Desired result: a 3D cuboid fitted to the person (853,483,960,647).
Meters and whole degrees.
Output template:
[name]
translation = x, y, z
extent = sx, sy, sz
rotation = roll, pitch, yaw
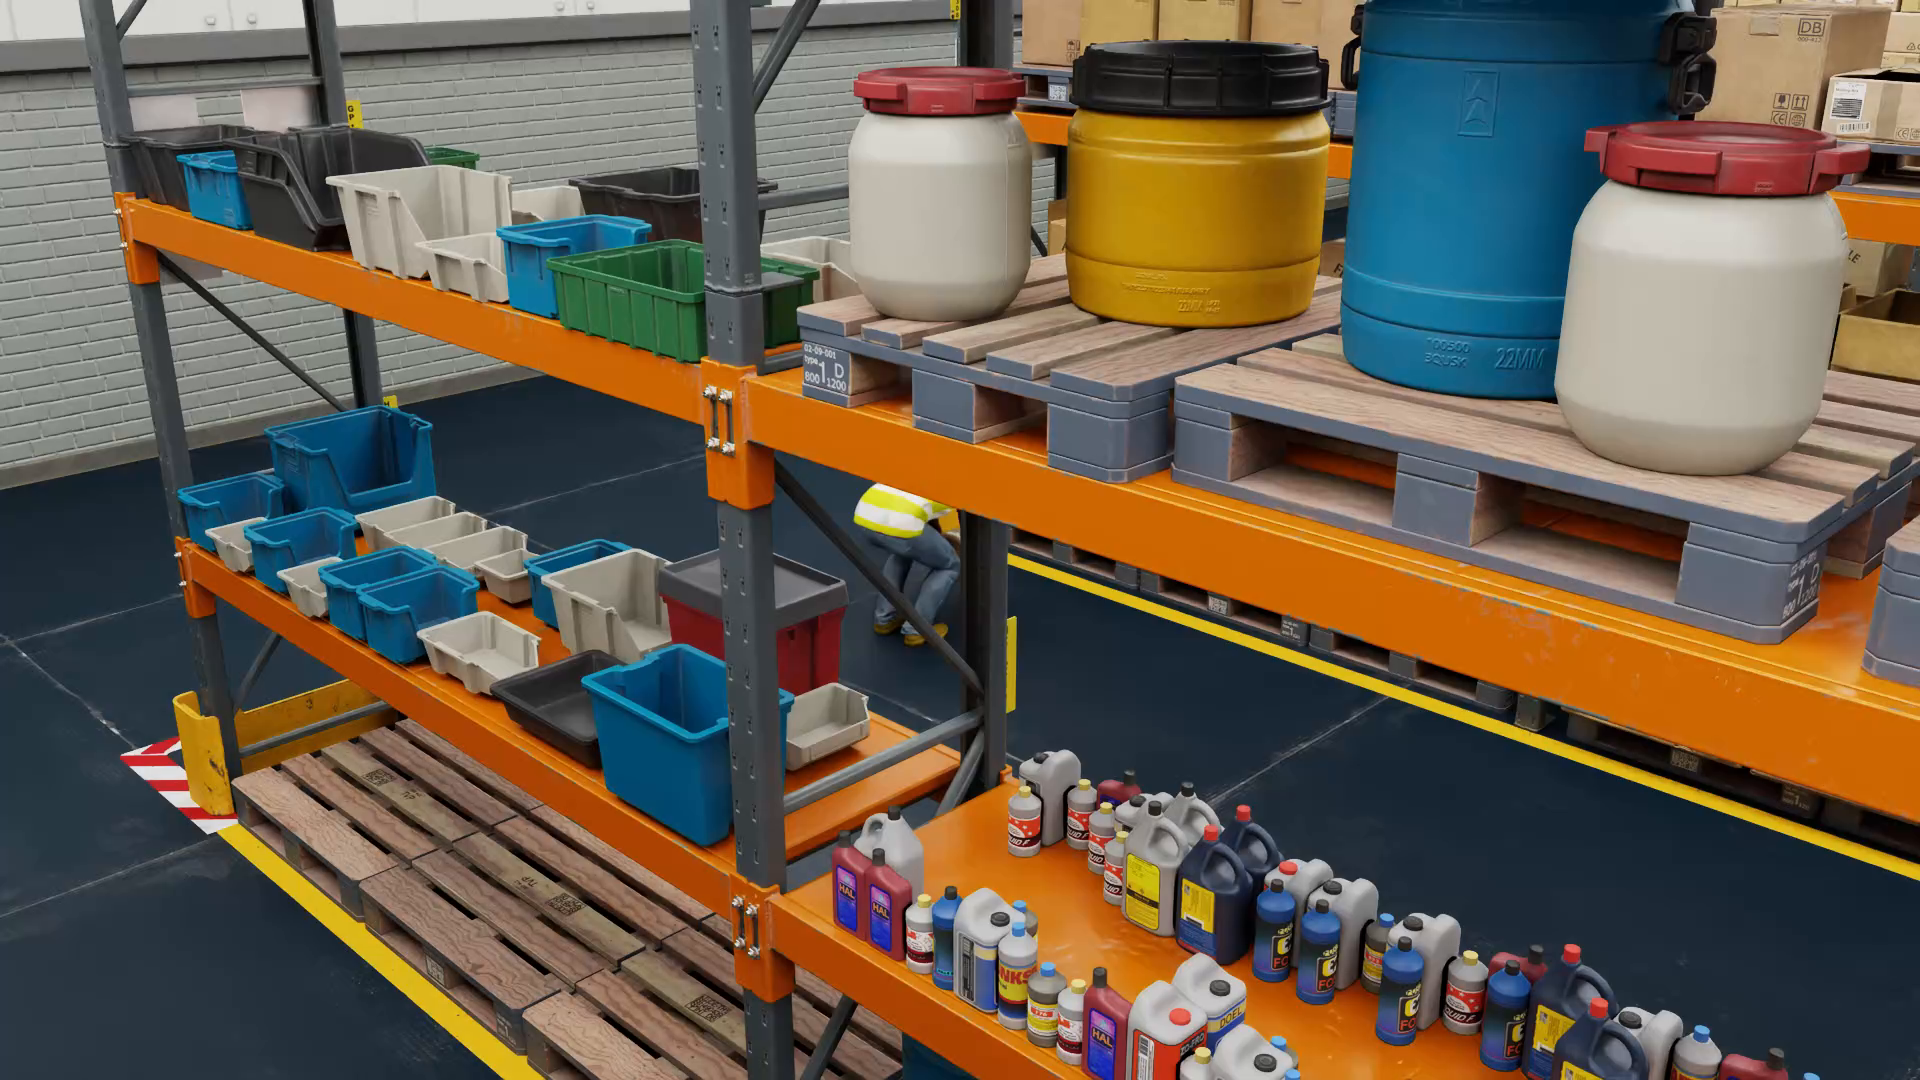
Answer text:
[person]
translation = -0.184, 0.005, 9.570
extent = 0.518, 1.039, 0.966
rotation = 17, 26, 38
